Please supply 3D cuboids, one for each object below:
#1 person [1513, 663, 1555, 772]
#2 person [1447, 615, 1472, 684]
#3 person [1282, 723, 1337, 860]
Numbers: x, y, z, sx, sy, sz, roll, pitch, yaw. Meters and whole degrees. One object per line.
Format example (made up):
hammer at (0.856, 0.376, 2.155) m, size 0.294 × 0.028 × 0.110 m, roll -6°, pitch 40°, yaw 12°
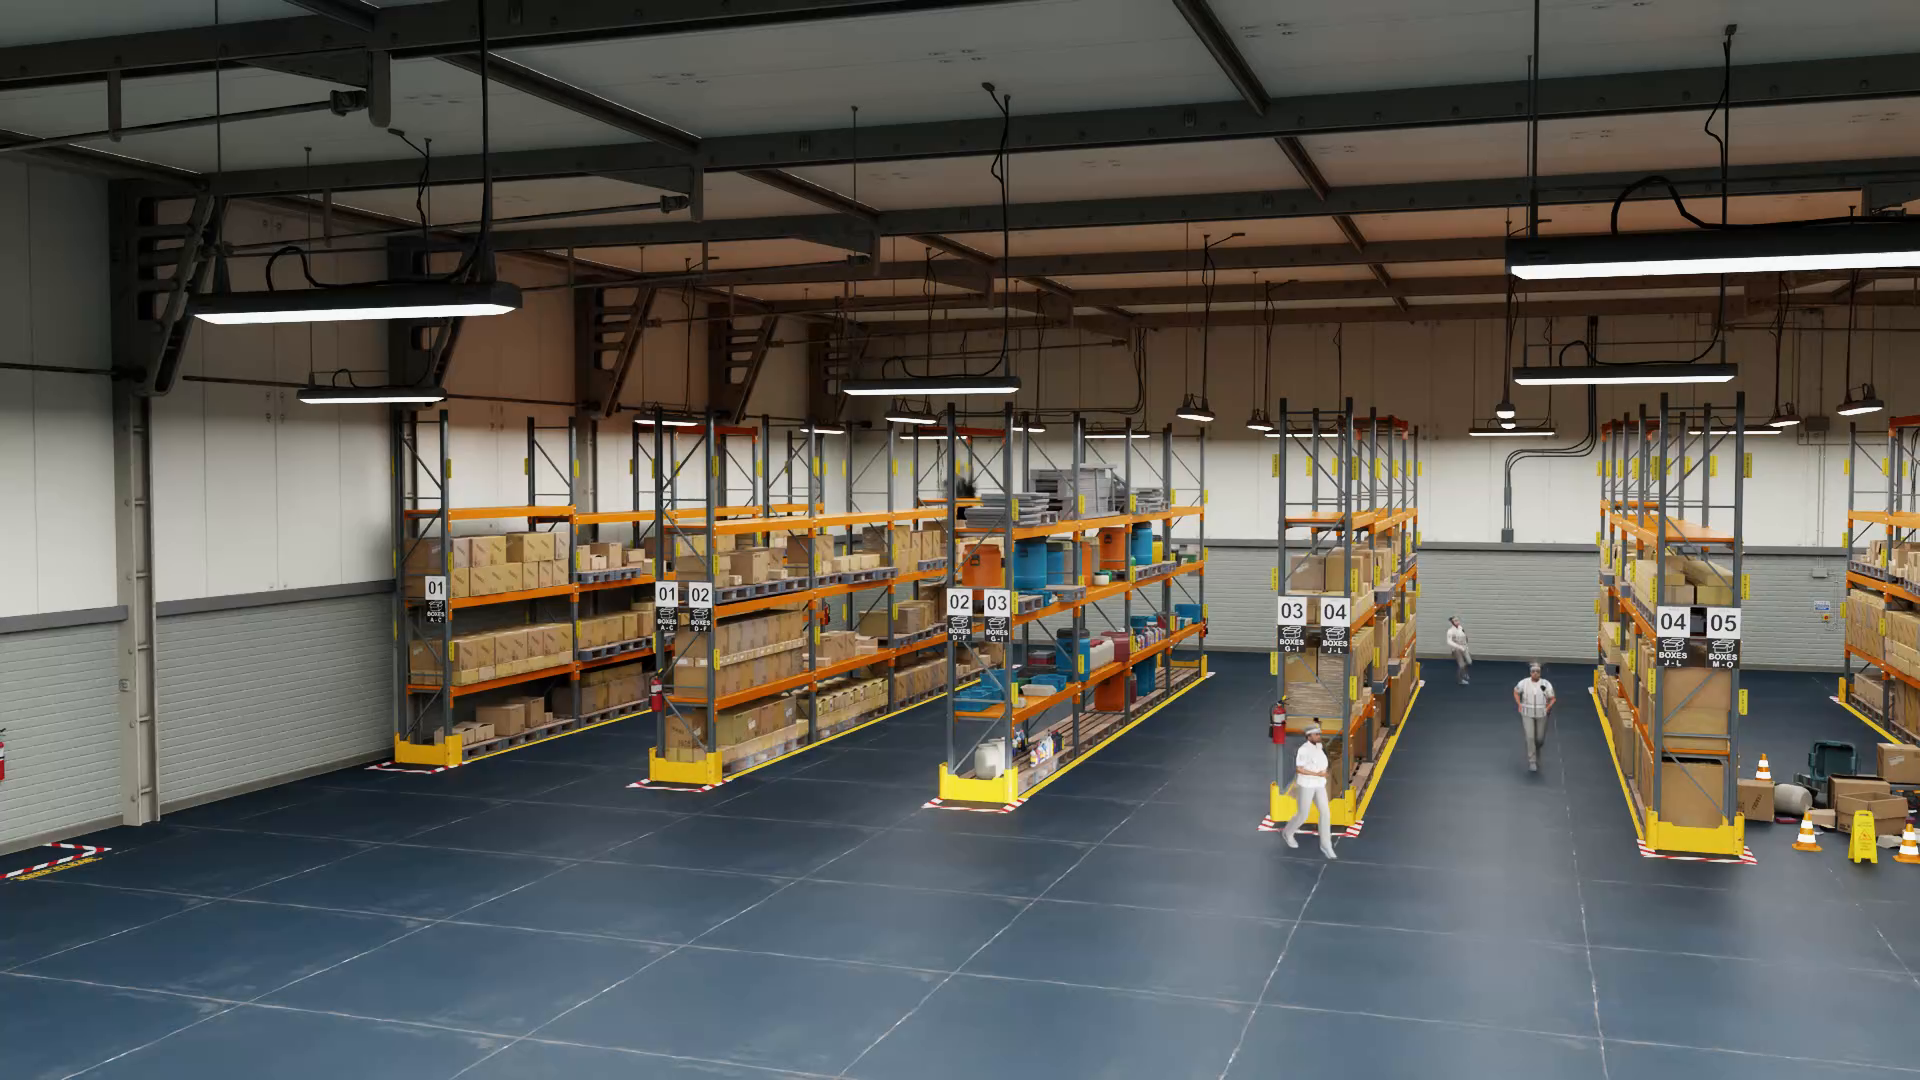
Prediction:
person at (9.624, 2.937, 27.859) m, size 0.663 × 1.785 × 0.879 m, roll 1°, pitch 3°, yaw 15°
person at (11.535, 2.538, 38.386) m, size 0.623 × 1.623 × 0.556 m, roll -1°, pitch 3°, yaw -19°
person at (4.544, 3.233, 21.595) m, size 0.594 × 1.754 × 0.841 m, roll -2°, pitch 3°, yaw -34°
